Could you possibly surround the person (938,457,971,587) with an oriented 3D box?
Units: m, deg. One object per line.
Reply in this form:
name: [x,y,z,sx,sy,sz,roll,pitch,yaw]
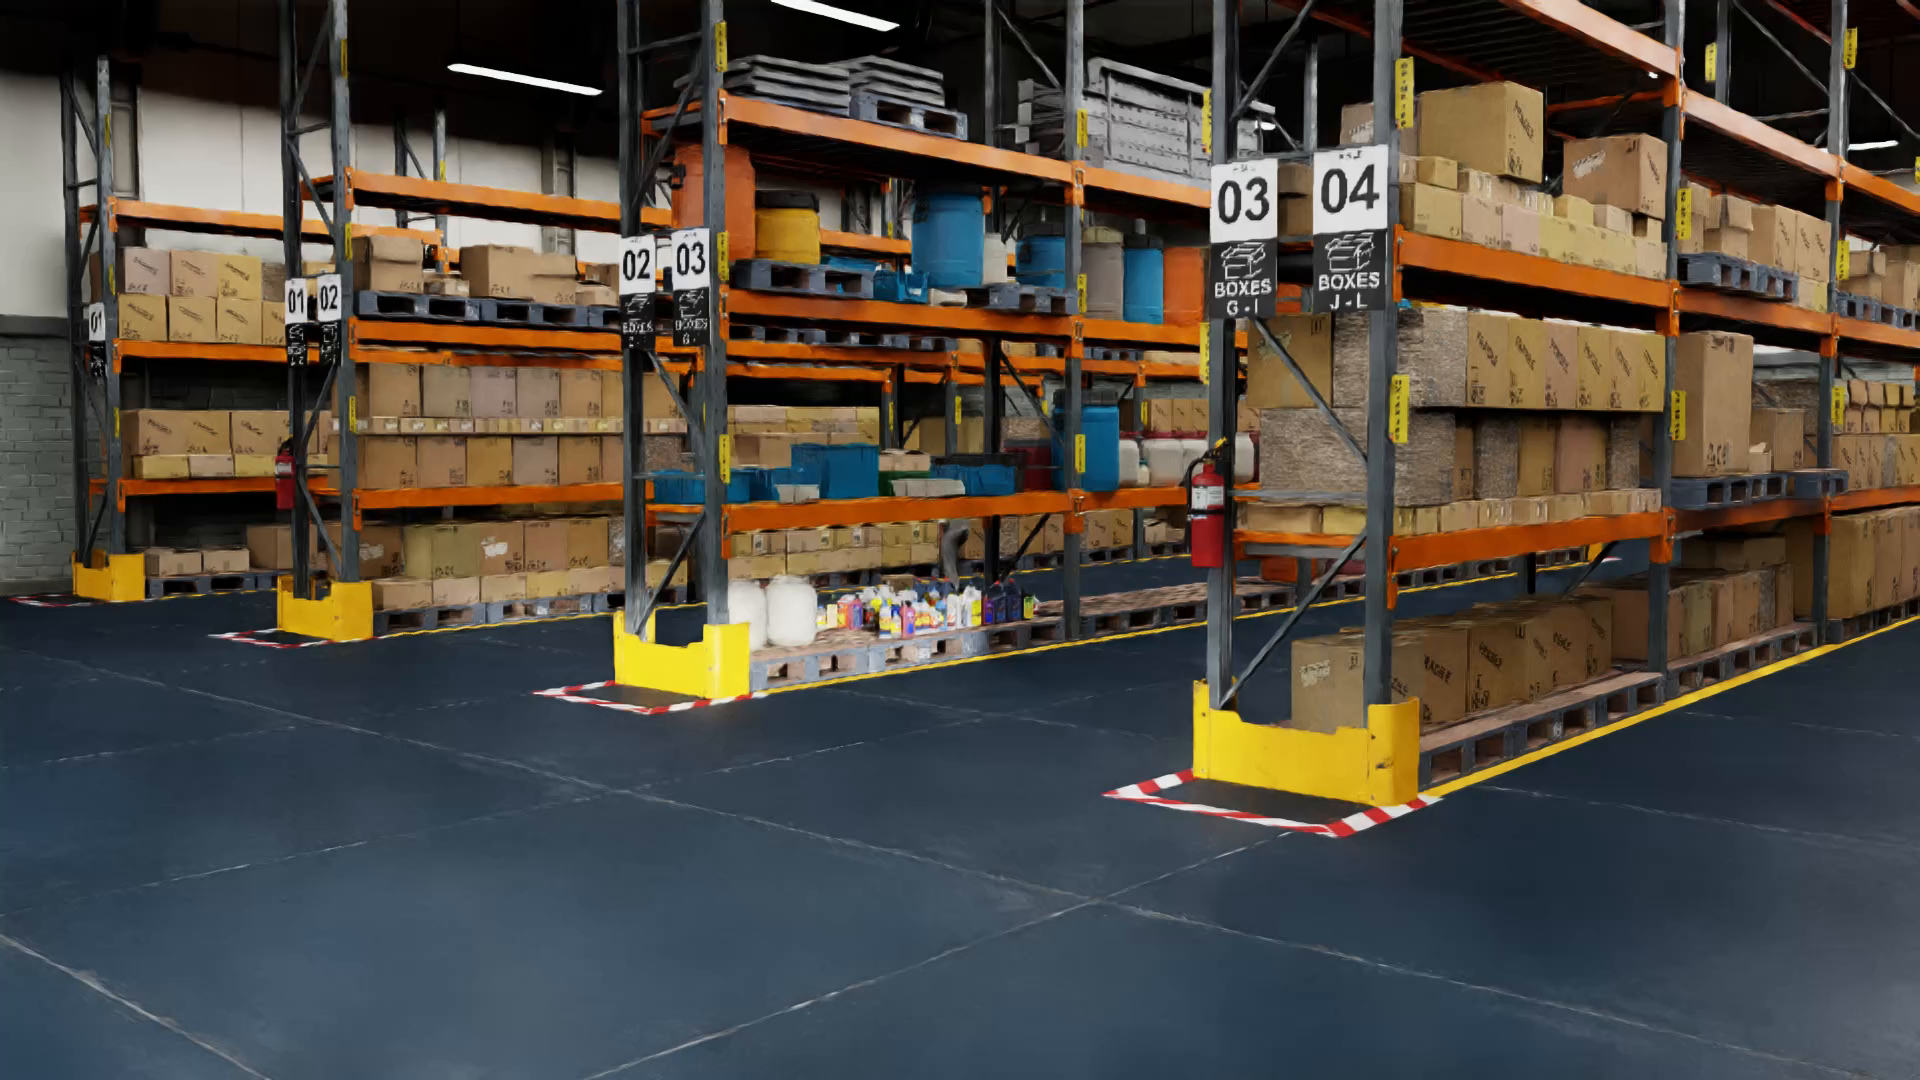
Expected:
person: [-0.085,-0.063,16.596,0.386,1.574,0.502,2,4,31]
